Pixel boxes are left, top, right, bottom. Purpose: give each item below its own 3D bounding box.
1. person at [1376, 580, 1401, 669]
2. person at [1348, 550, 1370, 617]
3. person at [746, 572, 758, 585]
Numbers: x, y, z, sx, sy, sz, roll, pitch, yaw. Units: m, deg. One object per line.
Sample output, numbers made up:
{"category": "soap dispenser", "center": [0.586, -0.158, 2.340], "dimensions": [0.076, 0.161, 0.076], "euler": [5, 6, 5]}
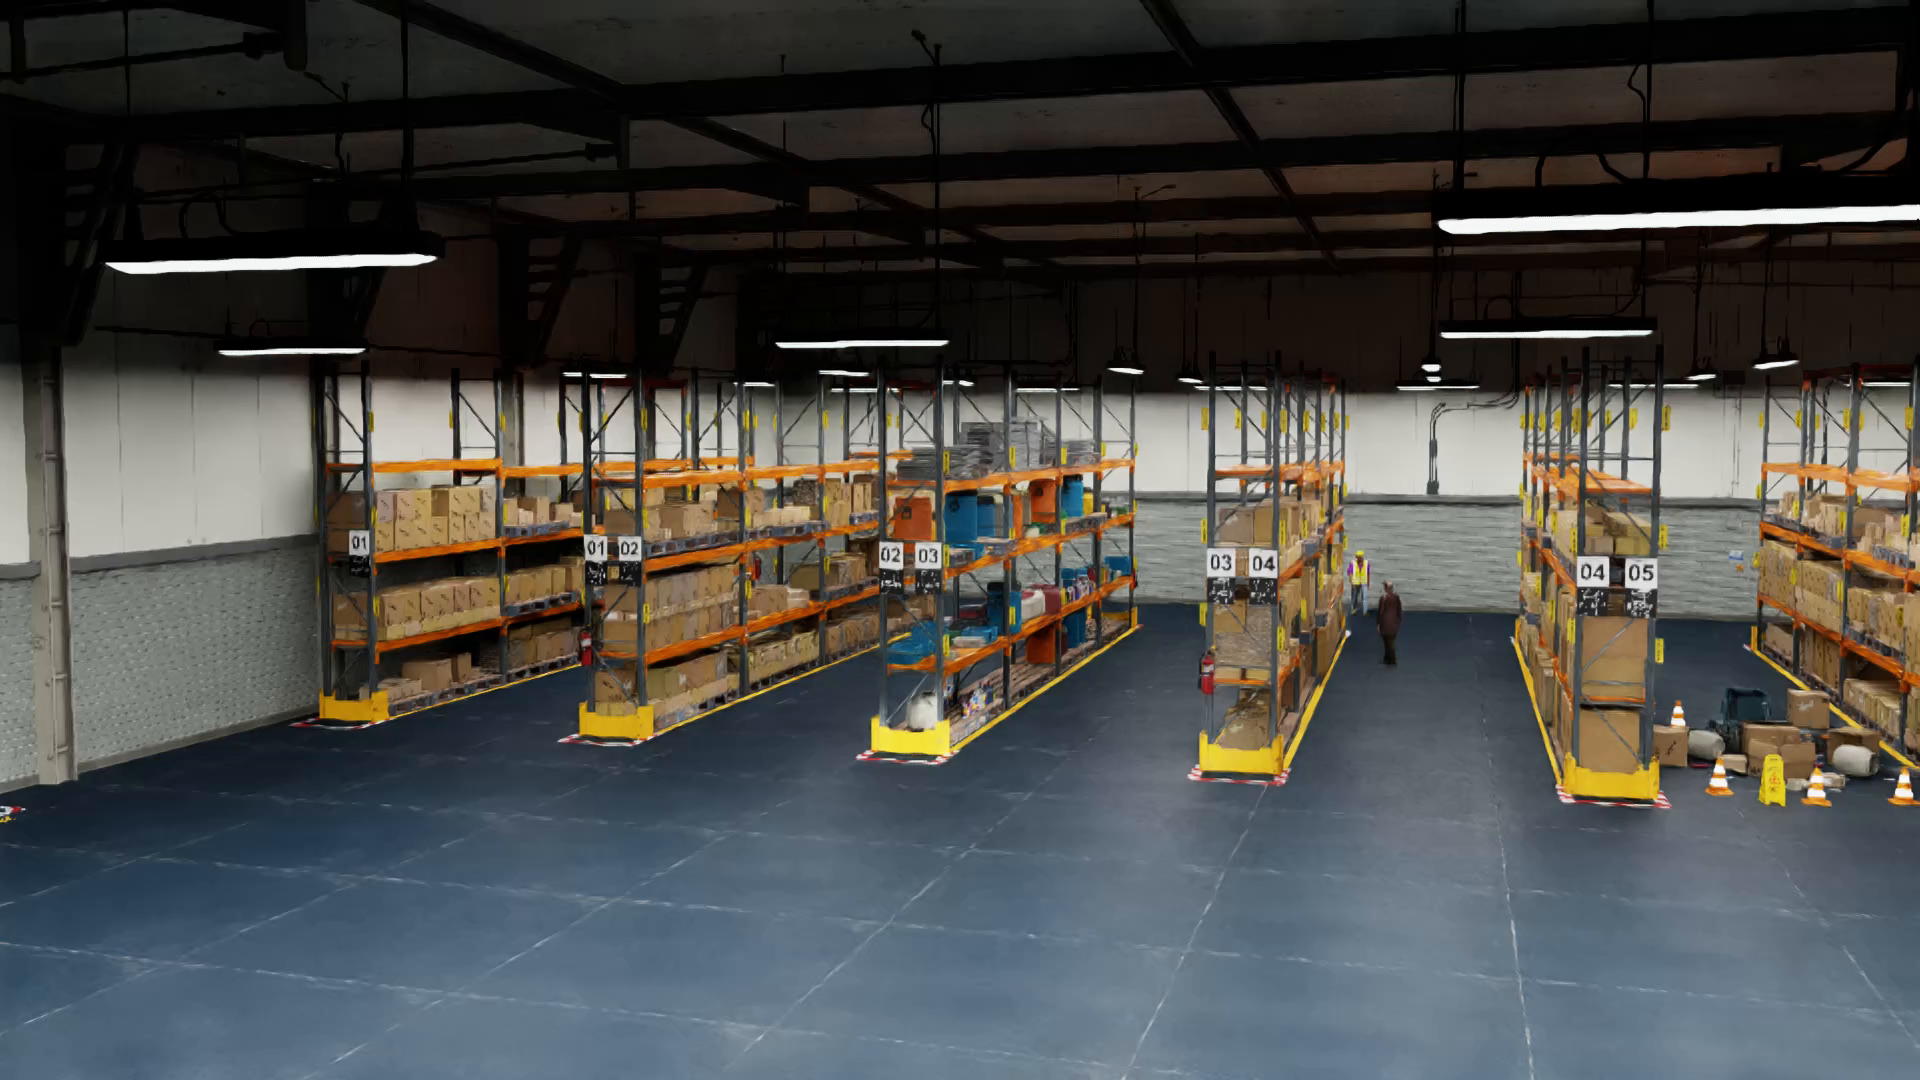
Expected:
{"category": "person", "center": [8.655, 1.689, 33.698], "dimensions": [0.677, 1.775, 0.636], "euler": [-4, 6, -42]}
{"category": "person", "center": [10.220, 1.099, 42.593], "dimensions": [0.571, 1.708, 1.035], "euler": [1, 4, 8]}
{"category": "person", "center": [-5.683, 0.913, 44.849], "dimensions": [0.480, 1.772, 0.616], "euler": [4, 6, 43]}
